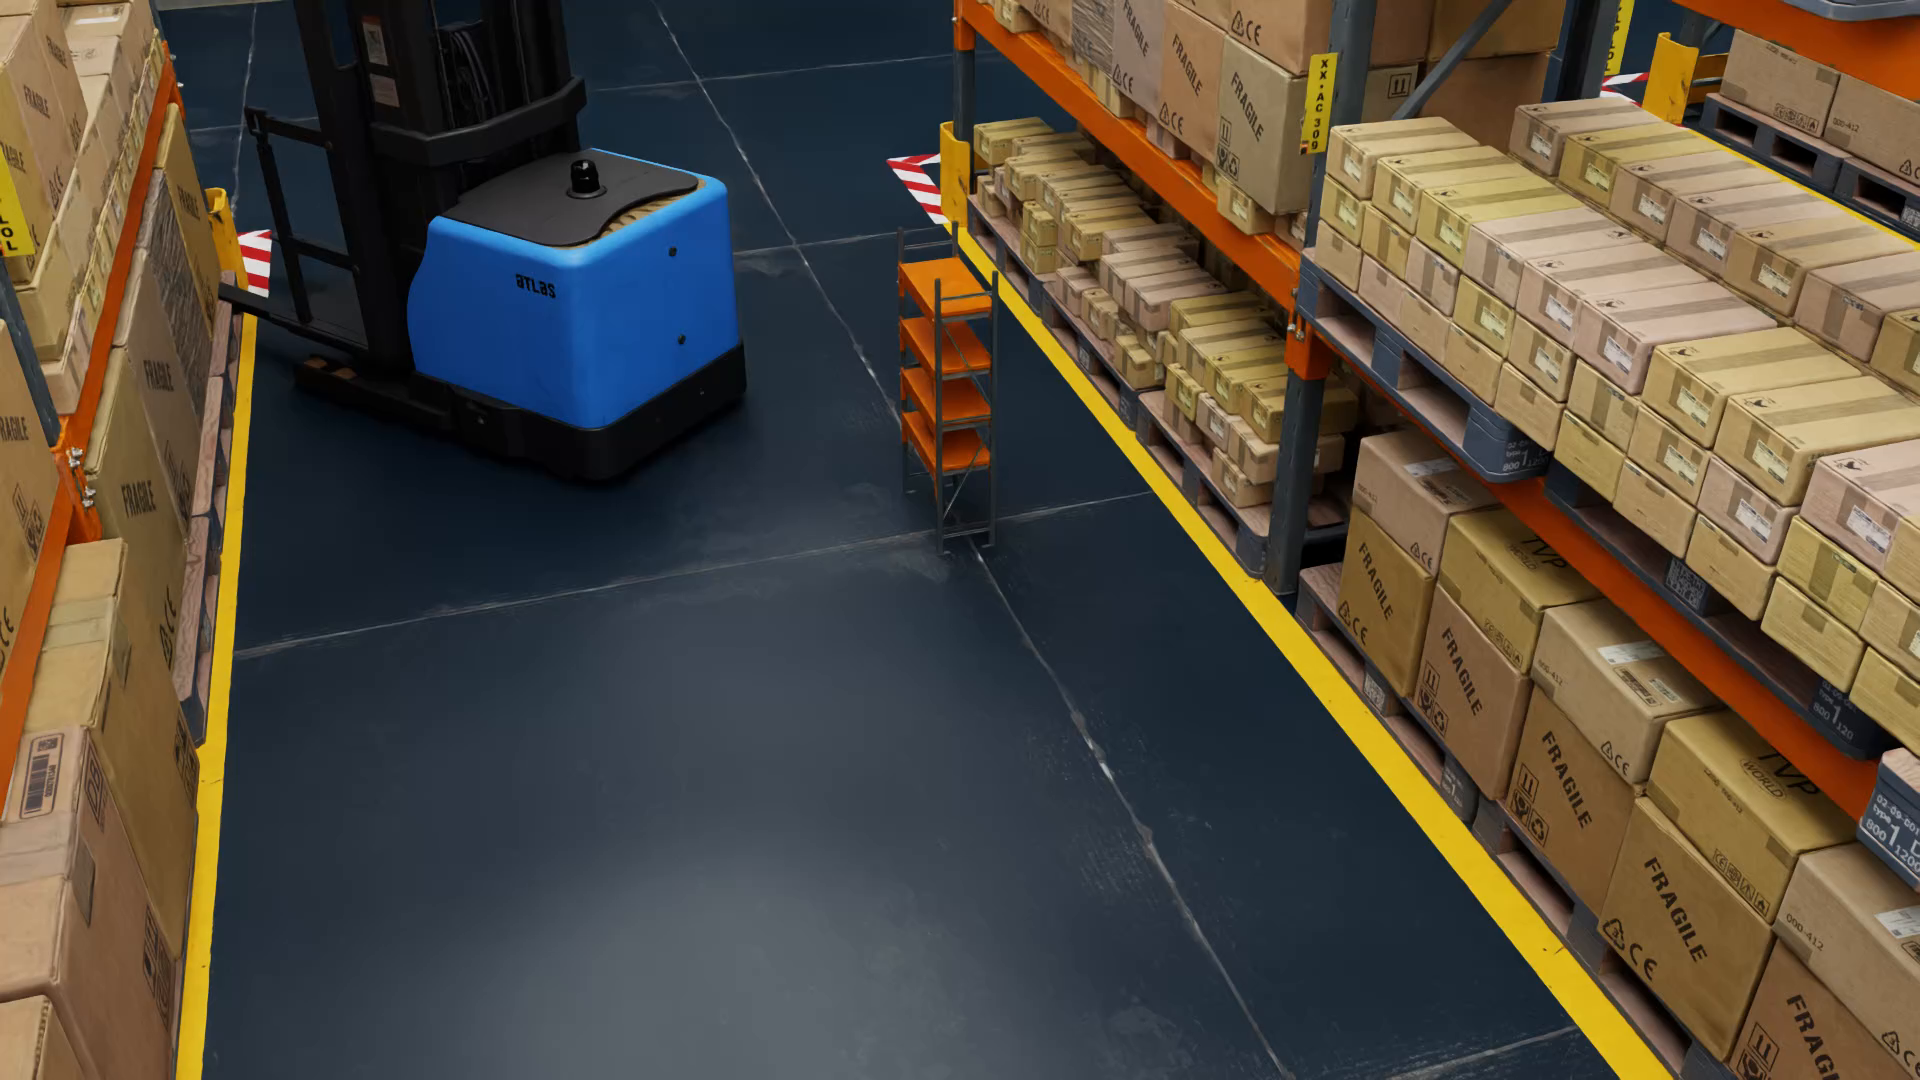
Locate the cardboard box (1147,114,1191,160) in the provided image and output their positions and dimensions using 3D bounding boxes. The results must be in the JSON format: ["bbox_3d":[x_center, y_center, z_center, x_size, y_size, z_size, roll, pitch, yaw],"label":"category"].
[{"bbox_3d":[0.993,-1.694,6.820,0.380,0.149,0.250,-12,35,-17],"label":"cardboard box"}]

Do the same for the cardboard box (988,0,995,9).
[{"bbox_3d":[0.360,-2.787,8.475,0.380,0.149,0.250,-9,34,-13],"label":"cardboard box"}]

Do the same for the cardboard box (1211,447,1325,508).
[{"bbox_3d":[1.232,-0.278,6.655,0.380,0.149,0.250,-10,35,-14],"label":"cardboard box"}]

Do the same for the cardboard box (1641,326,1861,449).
[{"bbox_3d":[1.840,-0.358,3.879,0.380,0.149,0.250,-9,35,-13],"label":"cardboard box"}]

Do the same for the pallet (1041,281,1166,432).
[{"bbox_3d":[1.062,-0.968,8.024,1.003,0.211,1.213,-10,35,-15],"label":"pallet"}]

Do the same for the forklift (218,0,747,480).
[{"bbox_3d":[-2.509,-2.078,7.237,3.031,2.935,1.130,19,38,26],"label":"forklift"}]

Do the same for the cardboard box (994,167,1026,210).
[{"bbox_3d":[0.401,-1.882,8.812,0.380,0.149,0.250,-10,35,-15],"label":"cardboard box"}]

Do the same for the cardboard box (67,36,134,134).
[{"bbox_3d":[-3.588,-1.781,6.590,0.500,0.250,0.500,-11,35,-16],"label":"cardboard box"}]

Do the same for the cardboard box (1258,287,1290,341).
[{"bbox_3d":[1.516,-1.005,7.216,0.380,0.149,0.250,-11,35,-16],"label":"cardboard box"}]

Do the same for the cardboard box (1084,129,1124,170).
[{"bbox_3d":[0.881,-2.101,8.874,0.380,0.149,0.250,-9,35,-14],"label":"cardboard box"}]

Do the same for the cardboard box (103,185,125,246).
[{"bbox_3d":[-3.247,-1.149,5.996,0.380,0.149,0.250,-10,35,-14],"label":"cardboard box"}]

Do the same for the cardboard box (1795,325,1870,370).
[{"bbox_3d":[2.391,-0.471,4.319,0.380,0.149,0.250,-10,35,-15],"label":"cardboard box"}]

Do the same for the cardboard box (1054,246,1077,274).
[{"bbox_3d":[0.694,-1.377,8.318,0.380,0.149,0.250,-10,35,-15],"label":"cardboard box"}]

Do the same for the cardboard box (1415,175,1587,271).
[{"bbox_3d":[1.525,-0.898,4.695,0.380,0.149,0.250,-10,35,-14],"label":"cardboard box"}]

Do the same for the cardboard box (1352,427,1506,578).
[{"bbox_3d":[1.650,-0.156,5.472,0.500,0.250,0.500,-12,35,-17],"label":"cardboard box"}]

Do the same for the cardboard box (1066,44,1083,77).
[{"bbox_3d":[0.708,-2.243,7.651,0.380,0.149,0.250,-11,35,-16],"label":"cardboard box"}]

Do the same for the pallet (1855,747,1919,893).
[{"bbox_3d":[2.578,0.680,3.173,1.213,0.211,1.003,-10,35,-15],"label":"pallet"}]

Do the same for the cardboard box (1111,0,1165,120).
[{"bbox_3d":[0.952,-2.050,6.771,0.500,0.500,0.500,-10,35,-15],"label":"cardboard box"}]

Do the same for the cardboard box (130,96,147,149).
[{"bbox_3d":[-3.563,-1.690,6.815,0.380,0.149,0.250,-11,35,-16],"label":"cardboard box"}]

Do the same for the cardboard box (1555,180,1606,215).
[{"bbox_3d":[2.067,-1.024,5.156,0.380,0.149,0.250,-10,35,-14],"label":"cardboard box"}]

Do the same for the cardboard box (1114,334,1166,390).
[{"bbox_3d":[0.917,-0.821,7.477,0.380,0.149,0.250,-10,35,-15],"label":"cardboard box"}]

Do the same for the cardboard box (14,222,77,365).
[{"bbox_3d":[-2.972,-0.715,4.977,0.500,0.250,0.500,-11,35,-16],"label":"cardboard box"}]

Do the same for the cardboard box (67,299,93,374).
[{"bbox_3d":[-2.932,-0.607,5.175,0.380,0.149,0.250,-11,35,-16],"label":"cardboard box"}]

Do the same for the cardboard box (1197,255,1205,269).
[{"bbox_3d":[1.280,-1.444,8.150,0.380,0.149,0.250,-8,34,-12],"label":"cardboard box"}]

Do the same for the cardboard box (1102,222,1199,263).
[{"bbox_3d":[0.881,-1.342,7.725,0.380,0.149,0.250,-10,35,-15],"label":"cardboard box"}]

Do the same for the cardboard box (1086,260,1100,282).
[{"bbox_3d":[0.829,-1.357,8.017,0.380,0.149,0.250,-8,34,-12],"label":"cardboard box"}]

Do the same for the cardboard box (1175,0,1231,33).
[{"bbox_3d":[1.113,-2.198,6.088,0.500,0.500,0.500,-11,35,-16],"label":"cardboard box"}]

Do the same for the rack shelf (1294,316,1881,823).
[{"bbox_3d":[2.287,0.207,4.369,1.077,0.370,4.000,-10,35,-15],"label":"rack shelf"}]

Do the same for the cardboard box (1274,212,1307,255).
[{"bbox_3d":[1.366,-1.149,5.996,0.380,0.149,0.250,-10,35,-15],"label":"cardboard box"}]

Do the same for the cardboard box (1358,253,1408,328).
[{"bbox_3d":[1.449,-0.785,5.064,0.380,0.149,0.250,-9,35,-14],"label":"cardboard box"}]

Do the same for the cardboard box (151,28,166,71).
[{"bbox_3d":[-3.876,-2.226,7.626,0.380,0.149,0.250,-9,35,-14],"label":"cardboard box"}]

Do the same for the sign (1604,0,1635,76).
[{"bbox_3d":[2.204,-1.722,5.585,0.100,0.325,0.005,-10,35,-15],"label":"sign"}]

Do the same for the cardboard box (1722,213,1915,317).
[{"bbox_3d":[2.296,-0.740,4.456,0.380,0.149,0.250,-11,35,-16],"label":"cardboard box"}]

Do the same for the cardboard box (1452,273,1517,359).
[{"bbox_3d":[1.599,-0.646,4.584,0.380,0.149,0.250,-11,35,-17],"label":"cardboard box"}]

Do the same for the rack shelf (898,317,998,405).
[{"bbox_3d":[-0.050,-0.718,6.465,0.258,0.148,0.480,-10,35,-15],"label":"rack shelf"}]

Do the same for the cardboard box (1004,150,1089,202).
[{"bbox_3d":[0.446,-1.867,8.520,0.380,0.149,0.250,-10,35,-15],"label":"cardboard box"}]

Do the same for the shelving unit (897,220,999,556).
[{"bbox_3d":[-0.050,-0.587,6.551,0.258,1.200,0.503,-10,35,-15],"label":"shelving unit"}]

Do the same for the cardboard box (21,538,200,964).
[{"bbox_3d":[-2.864,0.681,4.544,1.225,0.875,0.875,-10,35,-15],"label":"cardboard box"}]

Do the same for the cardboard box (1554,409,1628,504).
[{"bbox_3d":[1.762,-0.245,4.247,0.380,0.149,0.250,-11,35,-16],"label":"cardboard box"}]

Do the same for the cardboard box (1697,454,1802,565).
[{"bbox_3d":[1.917,-0.098,3.754,0.380,0.149,0.250,-9,35,-14],"label":"cardboard box"}]

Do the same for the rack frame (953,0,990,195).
[{"bbox_3d":[0.456,-3.244,8.938,1.000,3.000,0.127,-10,35,-15],"label":"rack frame"}]

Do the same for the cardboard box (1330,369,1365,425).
[{"bbox_3d":[1.708,-0.615,6.895,0.380,0.149,0.250,-10,35,-14],"label":"cardboard box"}]

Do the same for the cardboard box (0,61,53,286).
[{"bbox_3d":[-2.981,-1.031,4.776,0.500,0.500,0.500,-10,35,-15],"label":"cardboard box"}]

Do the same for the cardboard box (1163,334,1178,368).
[{"bbox_3d":[1.102,-0.791,7.162,0.380,0.149,0.250,-10,35,-14],"label":"cardboard box"}]

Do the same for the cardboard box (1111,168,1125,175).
[{"bbox_3d":[0.918,-1.978,8.958,0.380,0.149,0.250,-11,35,-16],"label":"cardboard box"}]

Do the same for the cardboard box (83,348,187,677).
[{"bbox_3d":[-3.203,-0.011,5.592,0.875,0.875,0.875,-10,35,-15],"label":"cardboard box"}]

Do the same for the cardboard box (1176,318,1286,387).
[{"bbox_3d":[1.122,-0.777,6.871,0.380,0.149,0.250,-10,35,-15],"label":"cardboard box"}]

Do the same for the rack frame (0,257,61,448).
[{"bbox_3d":[-3.078,-0.362,4.578,1.000,3.000,0.127,-10,35,-15],"label":"rack frame"}]

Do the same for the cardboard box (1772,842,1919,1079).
[{"bbox_3d":[2.274,0.933,3.823,0.500,0.250,0.500,-10,35,-14],"label":"cardboard box"}]

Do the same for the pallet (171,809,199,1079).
[{"bbox_3d":[-2.771,1.193,4.753,1.003,0.211,1.213,-10,35,-15],"label":"pallet"}]

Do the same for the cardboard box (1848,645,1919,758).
[{"bbox_3d":[2.083,0.307,3.411,0.380,0.149,0.250,-10,35,-15],"label":"cardboard box"}]

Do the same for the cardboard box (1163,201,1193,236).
[{"bbox_3d":[1.209,-1.551,8.041,0.380,0.149,0.250,-11,35,-16],"label":"cardboard box"}]

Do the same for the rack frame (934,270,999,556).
[{"bbox_3d":[0.024,-0.459,6.357,0.240,1.200,0.015,-10,35,-15],"label":"rack frame"}]

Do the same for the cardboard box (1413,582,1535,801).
[{"bbox_3d":[1.812,0.434,5.258,0.500,0.500,0.500,-8,34,-13],"label":"cardboard box"}]

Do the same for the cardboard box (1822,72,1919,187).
[{"bbox_3d":[5.723,-2.427,9.644,0.875,0.438,0.875,-9,35,-13],"label":"cardboard box"}]

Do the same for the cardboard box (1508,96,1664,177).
[{"bbox_3d":[1.985,-1.284,5.280,0.380,0.149,0.250,-8,34,-13],"label":"cardboard box"}]
